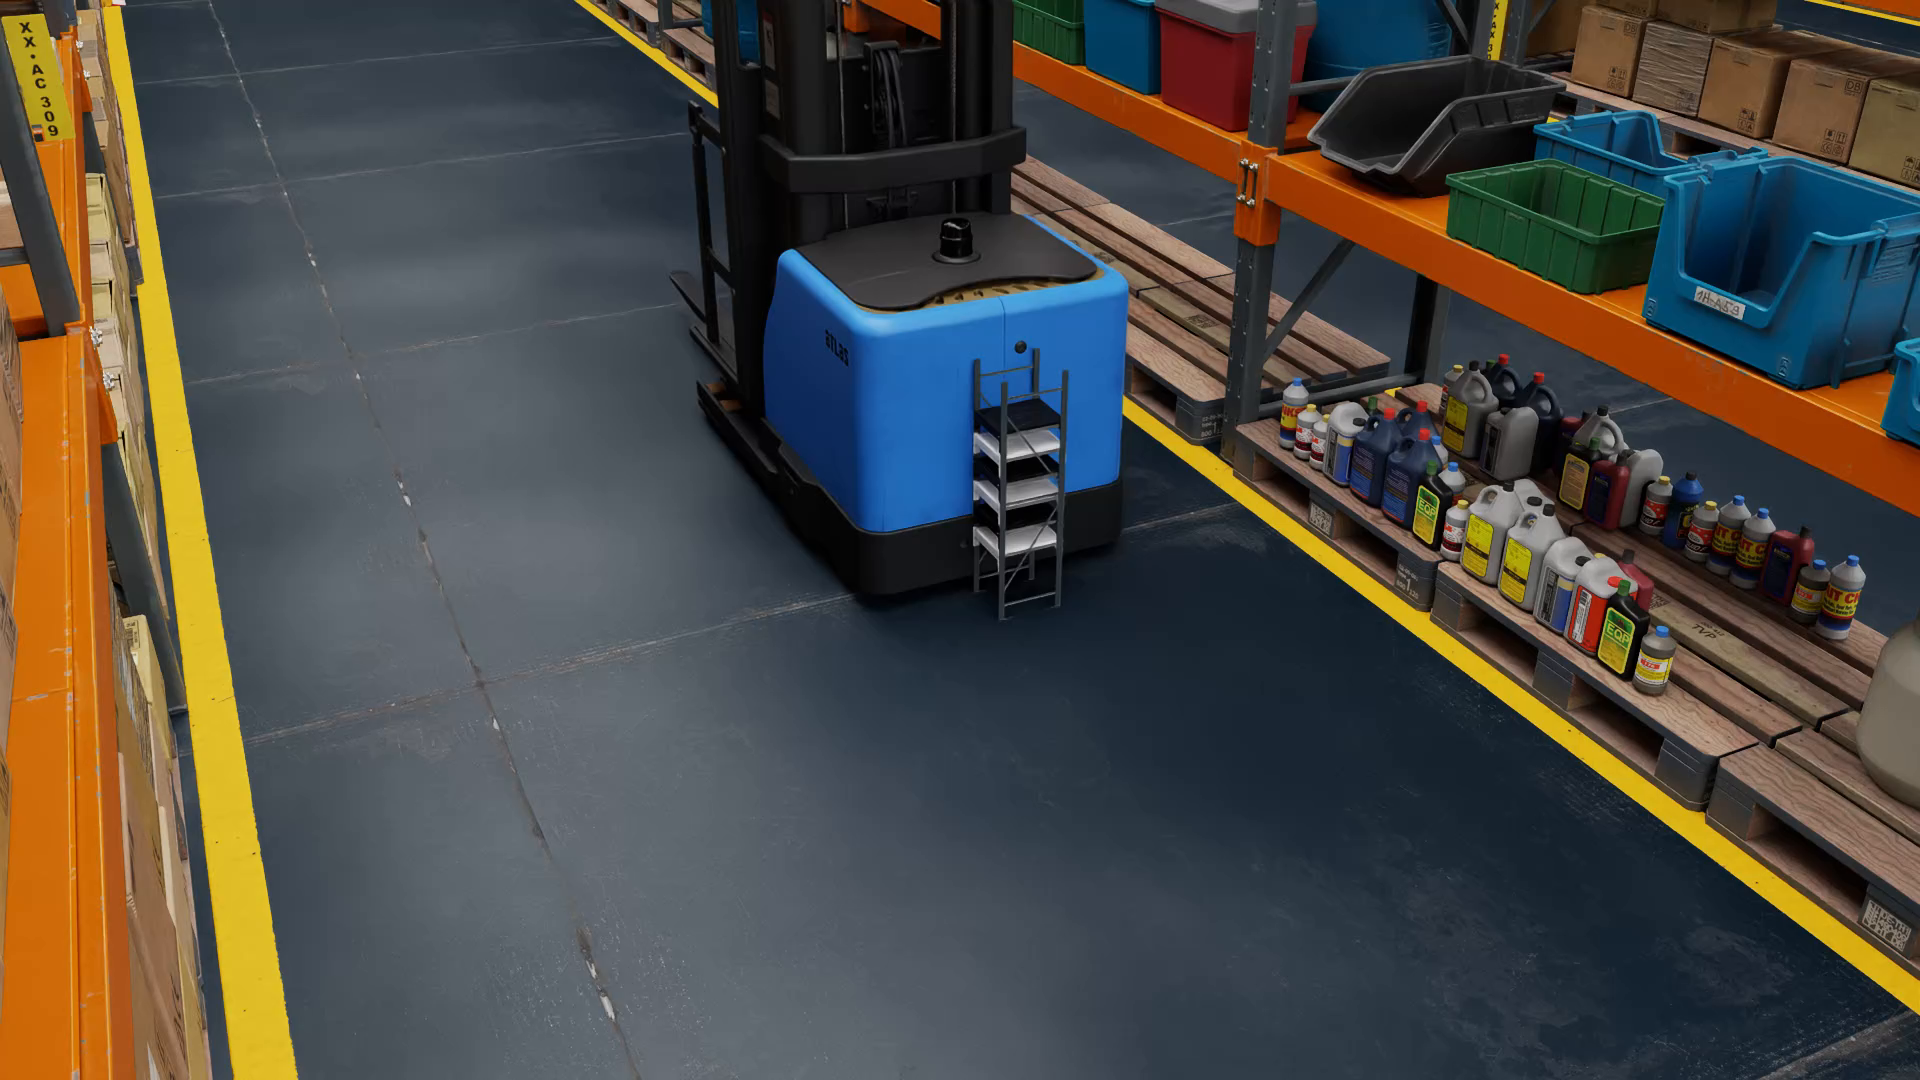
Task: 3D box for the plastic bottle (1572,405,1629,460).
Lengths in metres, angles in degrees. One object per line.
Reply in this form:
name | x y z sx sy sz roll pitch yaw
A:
plastic bottle | 2.304 -0.311 5.996 0.144 0.351 0.185 -13 32 -22

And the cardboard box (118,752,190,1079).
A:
cardboard box | -1.883 0.822 3.332 0.500 0.500 0.500 -13 32 -22

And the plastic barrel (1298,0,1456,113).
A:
plastic barrel | 1.654 -2.178 6.556 0.600 0.901 0.708 -13 32 -22

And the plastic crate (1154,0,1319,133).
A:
plastic crate | 1.062 -1.903 6.512 0.402 0.464 0.583 -13 32 -22

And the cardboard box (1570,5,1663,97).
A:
cardboard box | 4.608 -3.342 11.250 0.700 0.500 0.500 -15 33 -25

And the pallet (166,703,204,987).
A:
pallet | -2.626 0.889 4.448 1.003 0.211 1.213 -13 32 -22

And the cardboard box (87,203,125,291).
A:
cardboard box | -3.970 -1.275 7.265 0.500 0.311 0.500 -14 32 -23

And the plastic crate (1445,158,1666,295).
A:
plastic crate | 1.874 -0.974 5.137 0.450 0.188 0.662 -13 32 -22

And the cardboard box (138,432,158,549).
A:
cardboard box | -3.097 -0.127 5.792 0.500 0.250 0.500 -12 32 -21

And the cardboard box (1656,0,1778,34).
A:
cardboard box | 4.854 -3.439 10.656 0.500 0.250 0.500 -9 31 -16

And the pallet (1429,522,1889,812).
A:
pallet | 2.324 0.336 5.435 1.003 0.211 1.213 -13 32 -22

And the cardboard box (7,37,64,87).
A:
cardboard box | -4.011 -2.005 7.016 0.380 0.149 0.250 -13 32 -22

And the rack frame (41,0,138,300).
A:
rack frame | -4.646 -2.454 7.560 1.000 3.000 0.127 -13 32 -22

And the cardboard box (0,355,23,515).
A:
cardboard box | -2.501 -0.304 3.624 0.700 0.500 0.500 -13 32 -22

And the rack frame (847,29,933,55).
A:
rack frame | -0.171 -3.493 9.411 1.000 3.000 0.127 -13 32 -22

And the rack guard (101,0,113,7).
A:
rack guard | -8.048 -4.864 14.413 1.175 0.500 0.348 -13 32 -22

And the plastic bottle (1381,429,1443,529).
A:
plastic bottle | 1.599 -0.235 5.861 0.144 0.351 0.185 -15 32 -24

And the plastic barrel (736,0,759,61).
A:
plastic barrel | -1.366 -3.971 11.980 0.600 0.901 0.708 -13 32 -22

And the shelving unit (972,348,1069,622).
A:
shelving unit | 0.200 -0.180 5.651 0.258 0.900 0.210 -13 32 -21

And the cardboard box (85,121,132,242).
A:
cardboard box | -4.584 -1.817 8.529 0.500 0.500 0.500 -12 31 -20

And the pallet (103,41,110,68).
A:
pallet | -6.658 -3.308 11.934 1.003 0.211 1.213 -13 32 -22

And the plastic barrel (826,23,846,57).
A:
plastic barrel | -0.720 -3.034 10.708 0.421 0.512 0.421 0 29 0

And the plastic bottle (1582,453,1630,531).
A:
plastic bottle | 2.274 -0.186 5.842 0.061 0.283 0.133 -13 32 -22

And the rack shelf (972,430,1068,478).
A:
rack shelf | 0.200 -0.308 5.579 0.258 0.077 0.200 -13 32 -21

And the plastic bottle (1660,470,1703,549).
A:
plastic bottle | 2.489 -0.112 5.722 0.097 0.271 0.097 0 29 0

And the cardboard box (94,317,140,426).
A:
cardboard box | -3.315 -0.601 6.064 0.500 0.311 0.500 -14 32 -24

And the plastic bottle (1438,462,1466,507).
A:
plastic bottle | 1.696 -0.143 5.778 0.097 0.271 0.097 0 29 0

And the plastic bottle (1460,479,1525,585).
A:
plastic bottle | 1.781 -0.047 5.526 0.144 0.351 0.185 -13 32 -22

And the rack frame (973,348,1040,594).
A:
rack frame | 0.157 -0.225 5.731 0.240 0.900 0.006 -13 32 -21

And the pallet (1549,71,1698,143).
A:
pallet | 4.636 -2.971 11.332 1.003 0.211 1.213 -13 32 -22

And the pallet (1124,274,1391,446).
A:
pallet | 1.174 -0.848 7.547 1.003 0.211 1.213 -13 32 -22

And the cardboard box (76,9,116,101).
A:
cardboard box | -5.893 -3.165 10.933 0.500 0.500 0.500 -13 32 -22

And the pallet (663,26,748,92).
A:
pallet | -1.595 -3.694 12.621 1.003 0.211 1.213 -13 32 -22

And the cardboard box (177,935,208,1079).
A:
cardboard box | -1.884 1.149 3.515 0.500 0.250 0.500 -13 32 -22

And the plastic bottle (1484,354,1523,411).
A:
plastic bottle | 2.083 -0.538 6.401 0.144 0.351 0.185 -14 32 -23

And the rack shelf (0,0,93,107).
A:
rack shelf | -5.505 -3.024 9.311 1.077 0.370 4.000 -13 32 -22

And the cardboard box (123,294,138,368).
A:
cardboard box | -3.763 -0.807 7.004 0.500 0.250 0.500 -12 32 -21

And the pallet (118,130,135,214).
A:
pallet | -5.453 -2.114 9.804 1.003 0.211 1.213 -13 32 -22

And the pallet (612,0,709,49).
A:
pallet | -2.239 -4.360 13.809 1.003 0.211 1.213 -13 32 -22

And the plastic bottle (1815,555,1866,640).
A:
plastic bottle | 2.766 0.173 5.214 0.097 0.271 0.097 0 29 0

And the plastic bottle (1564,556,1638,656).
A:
plastic bottle | 1.996 0.201 5.159 0.152 0.276 0.135 -13 32 -22

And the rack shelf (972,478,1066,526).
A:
rack shelf | 0.200 -0.151 5.667 0.258 0.077 0.200 -13 32 -21

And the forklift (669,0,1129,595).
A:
forklift | -0.479 -1.788 6.442 1.130 2.935 3.031 -13 32 -21

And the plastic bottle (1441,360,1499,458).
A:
plastic bottle | 1.953 -0.508 6.347 0.144 0.351 0.185 -13 32 -22

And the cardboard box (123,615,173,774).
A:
cardboard box | -2.533 0.488 4.695 0.500 0.250 0.500 -13 32 -22

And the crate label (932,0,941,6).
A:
crate label | 0.011 -3.012 8.519 0.502 0.435 0.616 -13 32 -22

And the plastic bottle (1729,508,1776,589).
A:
plastic bottle | 2.619 0.022 5.484 0.097 0.271 0.097 0 29 0

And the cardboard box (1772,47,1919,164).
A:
cardboard box | 5.347 -2.605 9.934 0.700 0.500 0.500 -16 33 -26

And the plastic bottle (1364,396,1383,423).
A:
plastic bottle | 1.546 -0.385 6.198 0.061 0.283 0.133 -13 32 -22

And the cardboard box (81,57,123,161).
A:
cardboard box | -5.253 -2.499 9.746 0.500 0.500 0.500 -14 32 -24

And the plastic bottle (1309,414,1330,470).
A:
plastic bottle | 1.374 -0.374 6.262 0.097 0.201 0.097 0 29 0

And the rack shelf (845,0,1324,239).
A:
rack shelf | 0.688 -2.295 8.012 1.077 0.370 4.000 -13 32 -22

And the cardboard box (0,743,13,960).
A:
cardboard box | -1.839 0.376 2.411 0.700 0.500 0.500 -13 32 -22
